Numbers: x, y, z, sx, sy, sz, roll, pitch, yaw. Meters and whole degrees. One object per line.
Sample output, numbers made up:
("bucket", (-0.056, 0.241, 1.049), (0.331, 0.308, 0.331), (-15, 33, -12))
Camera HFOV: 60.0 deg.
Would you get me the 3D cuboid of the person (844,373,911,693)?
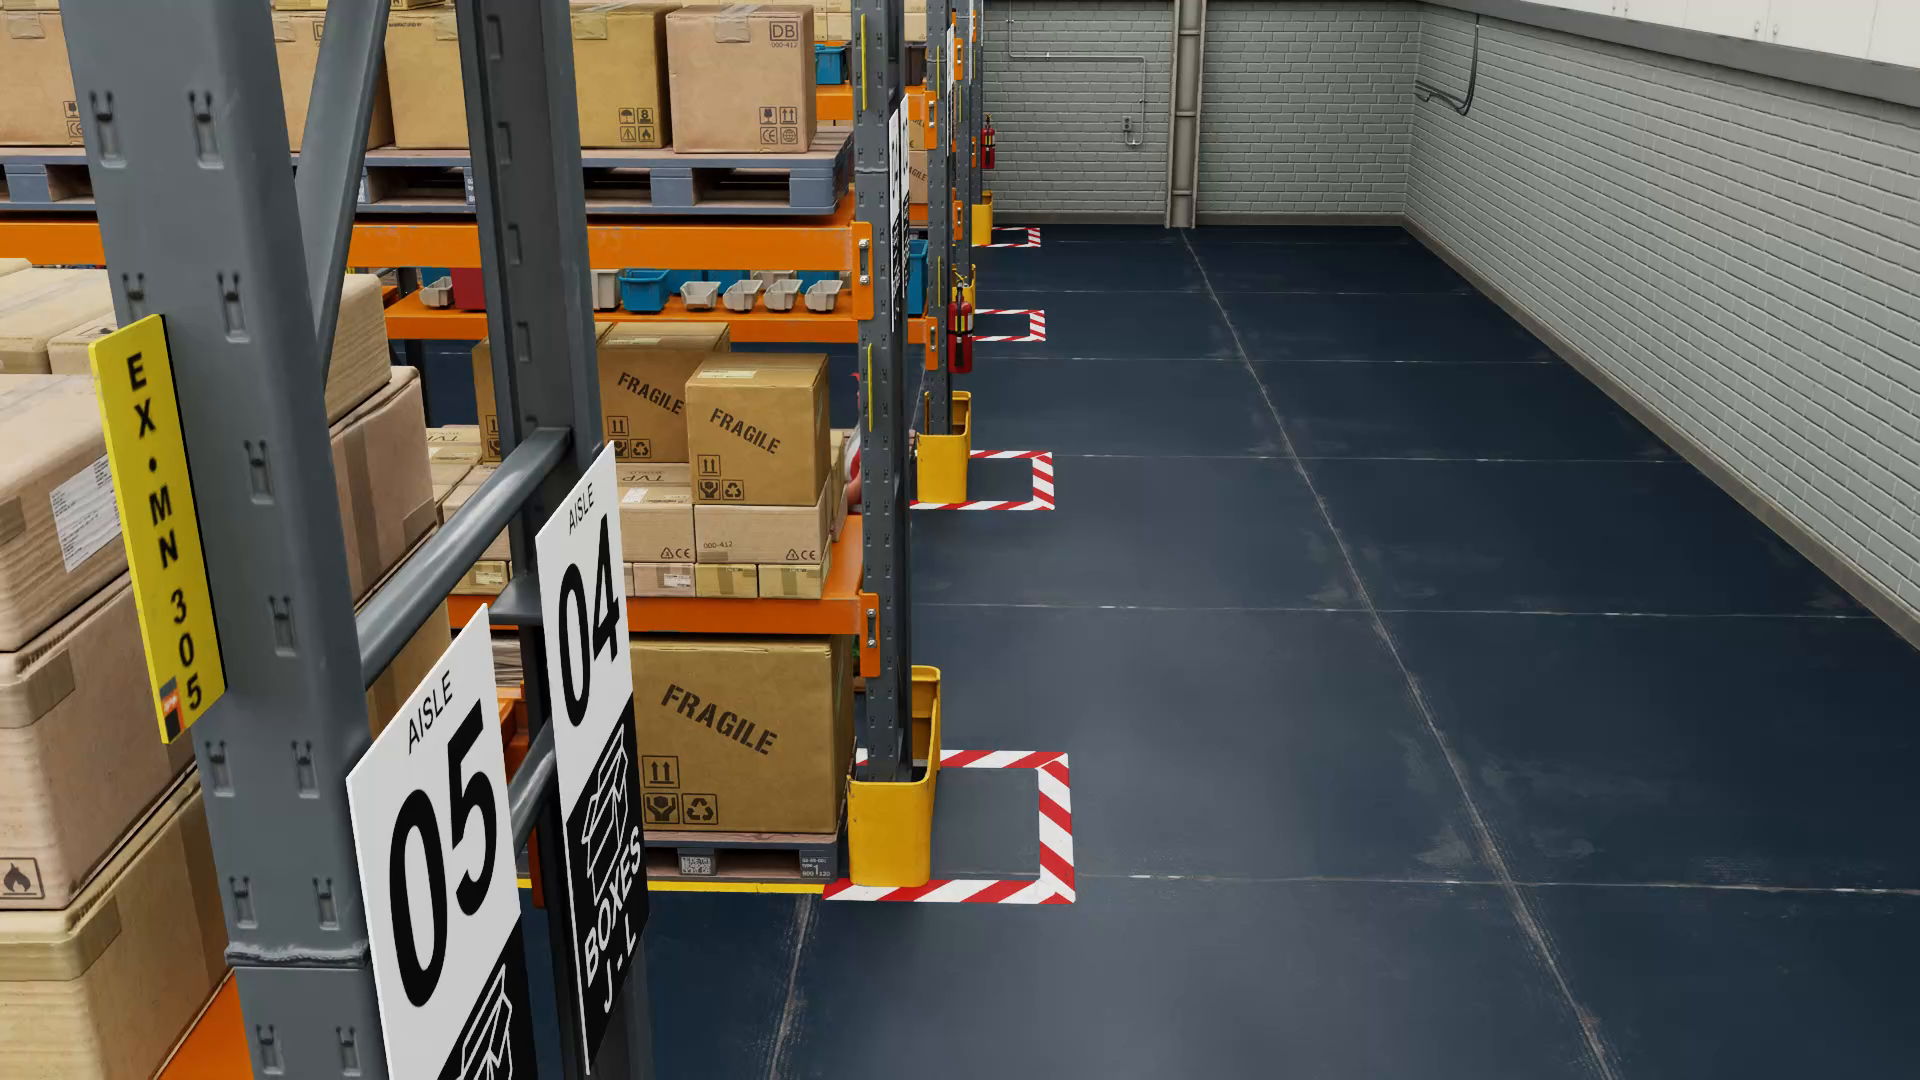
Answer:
("person", (-0.557, -0.067, 8.732), (0.573, 1.782, 0.494), (-5, 21, -12))
